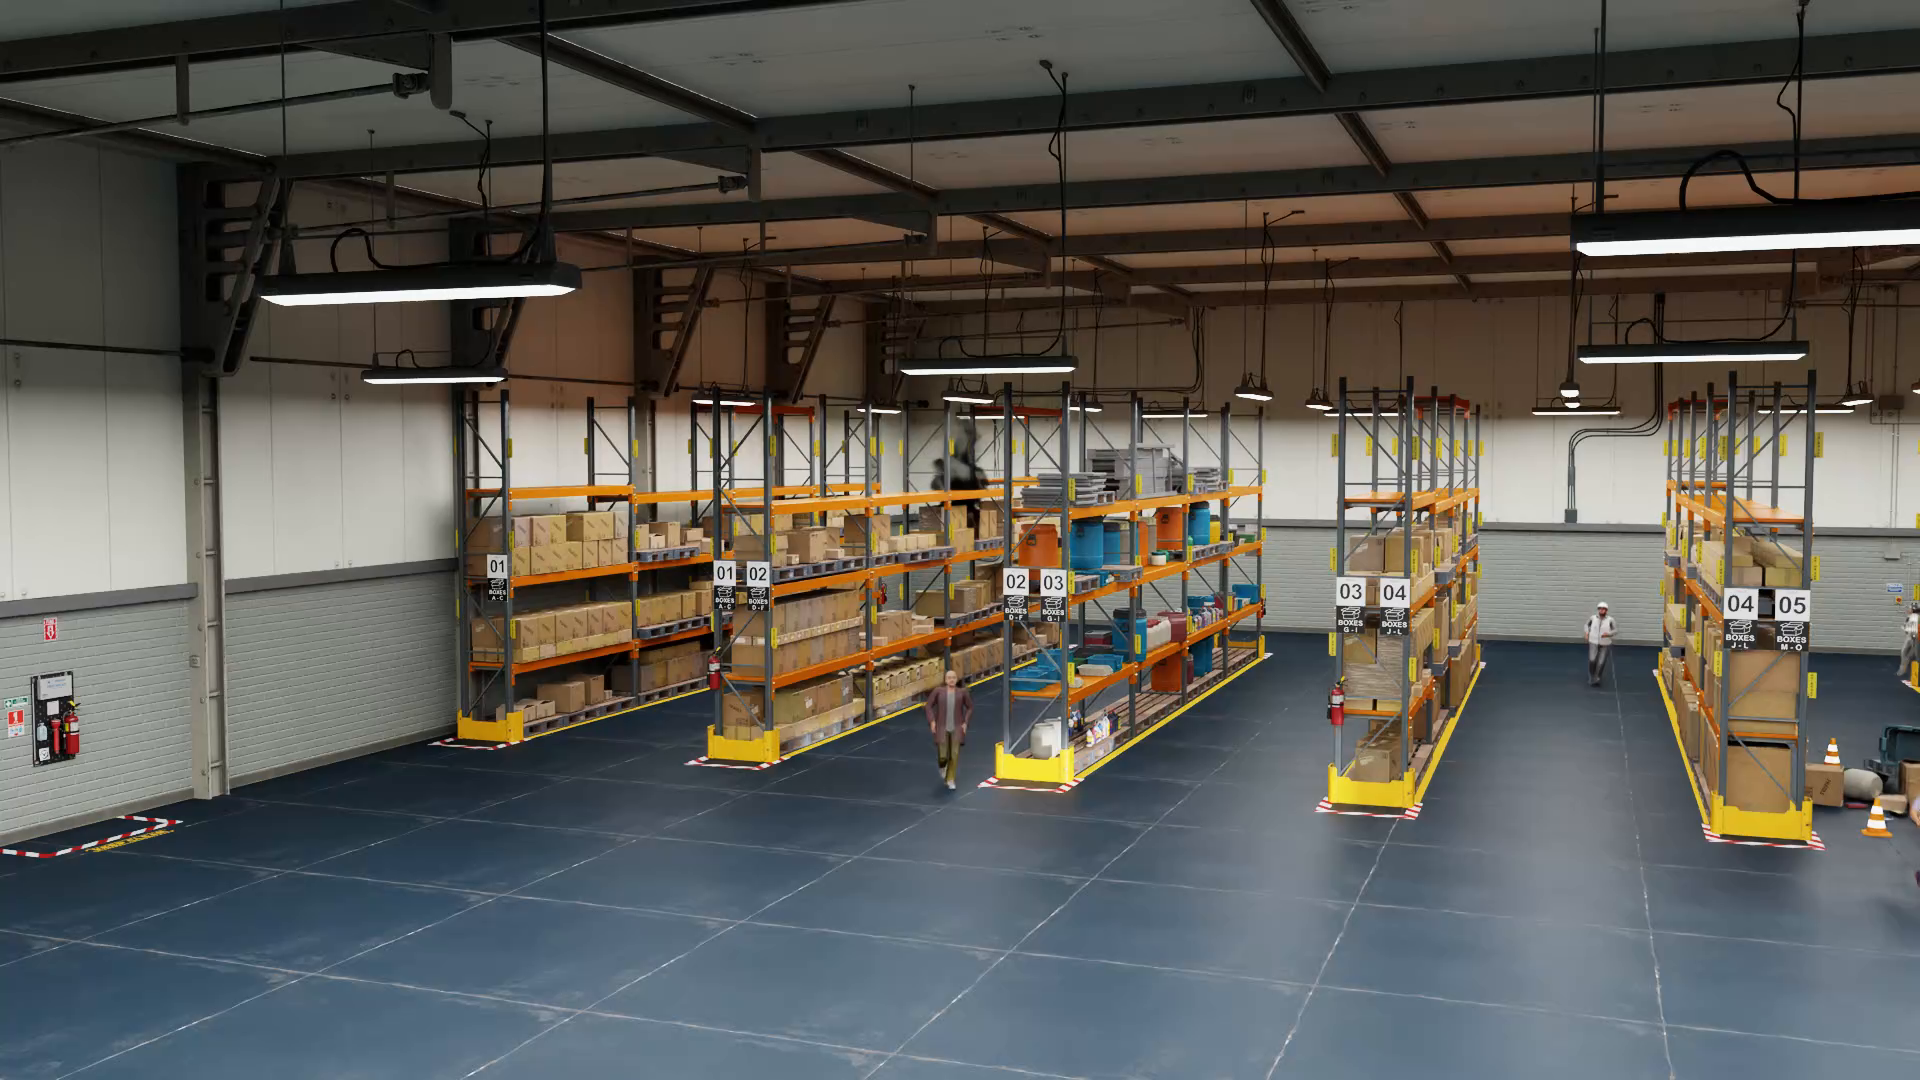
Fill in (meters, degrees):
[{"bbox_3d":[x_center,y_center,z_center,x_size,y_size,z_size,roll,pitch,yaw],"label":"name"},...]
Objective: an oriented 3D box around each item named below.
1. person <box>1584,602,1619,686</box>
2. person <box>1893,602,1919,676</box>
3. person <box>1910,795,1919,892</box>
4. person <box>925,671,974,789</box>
[{"bbox_3d":[13.501,2.207,35.035,0.689,1.801,0.627,1,3,25],"label":"person"},{"bbox_3d":[20.815,2.191,36.209,0.818,1.691,0.671,2,4,27],"label":"person"},{"bbox_3d":[10.471,3.231,17.786,0.607,1.626,0.705,-1,3,-18],"label":"person"},{"bbox_3d":[-0.149,2.785,24.578,0.731,1.707,0.667,0,3,-2],"label":"person"}]
